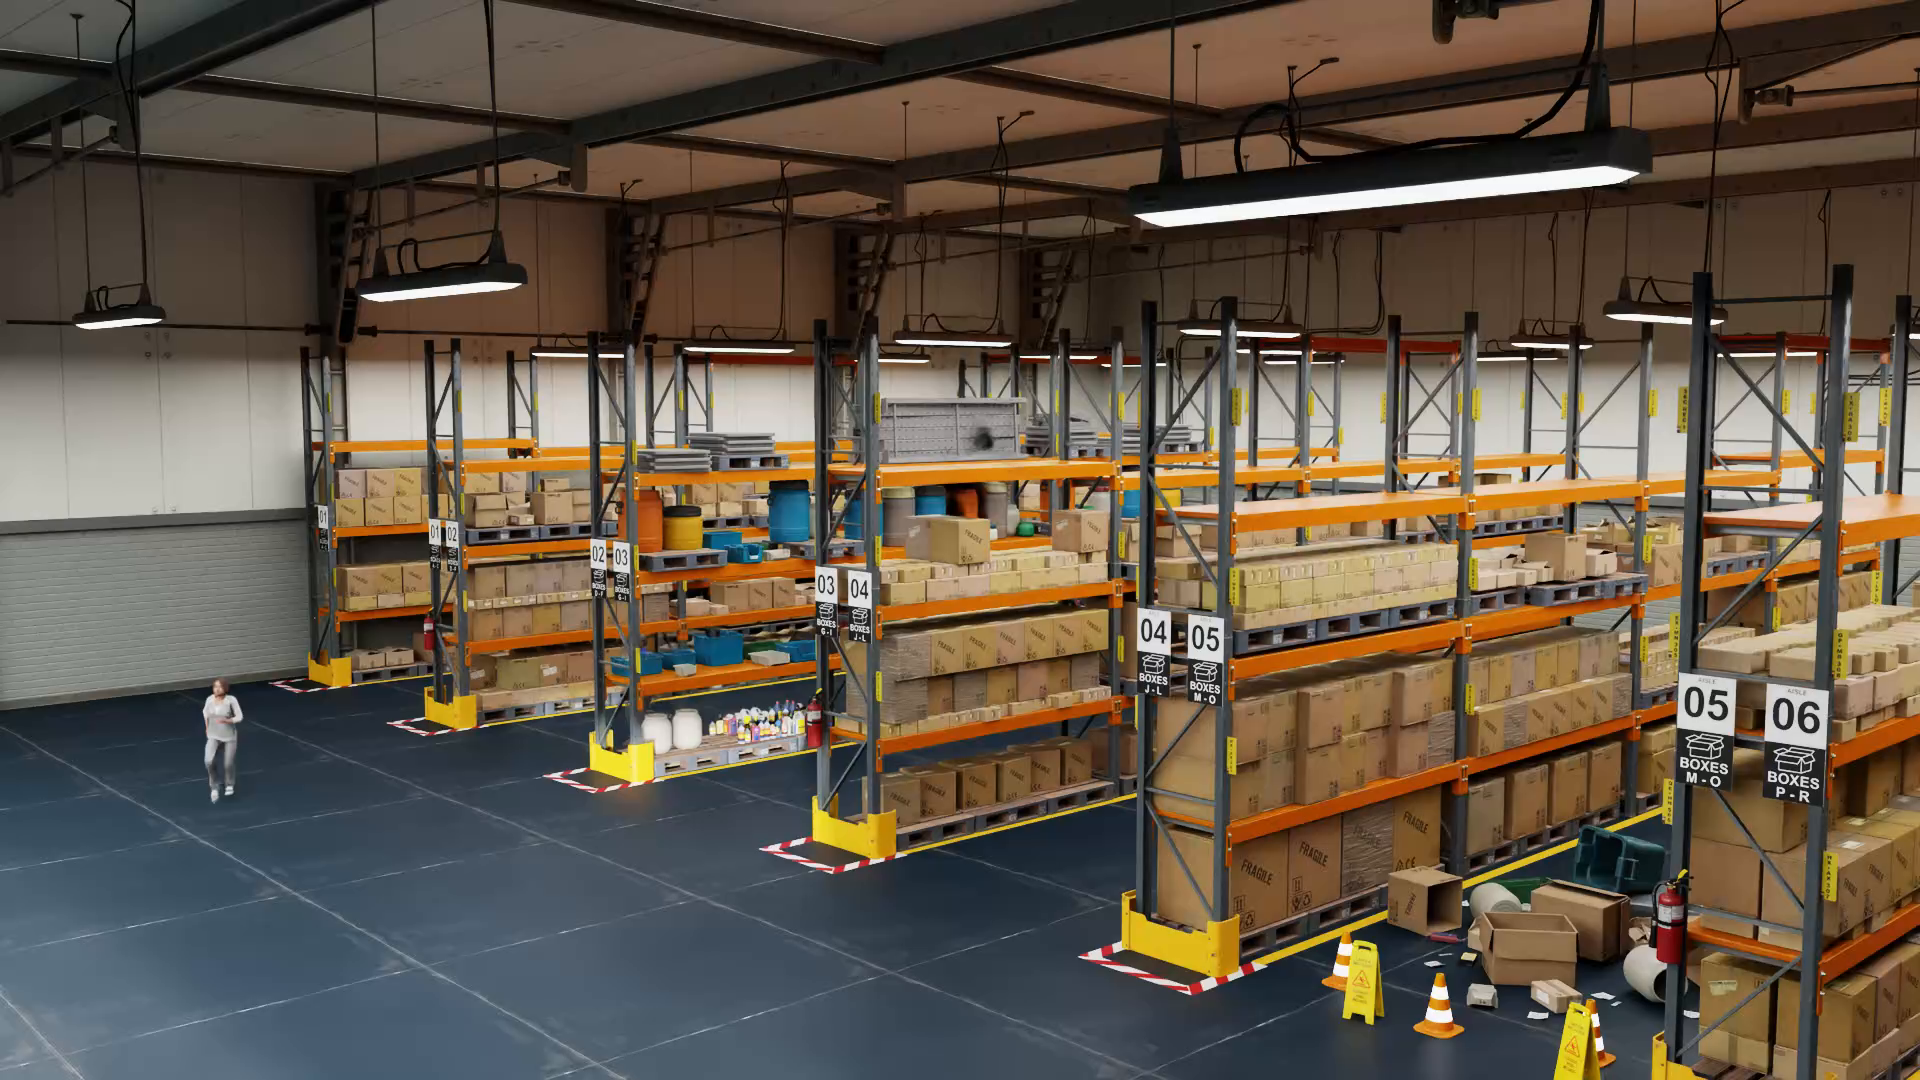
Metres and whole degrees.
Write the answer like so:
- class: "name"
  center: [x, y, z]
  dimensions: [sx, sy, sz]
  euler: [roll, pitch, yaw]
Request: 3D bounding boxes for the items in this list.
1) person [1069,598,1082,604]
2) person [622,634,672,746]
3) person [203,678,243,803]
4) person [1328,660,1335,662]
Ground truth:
- class: "person"
  center: [2.084, 1.461, 32.052]
  dimensions: [0.682, 1.841, 0.801]
  euler: [5, 7, 43]
- class: "person"
  center: [-4.673, 2.198, 24.635]
  dimensions: [0.738, 1.646, 0.593]
  euler: [-4, 6, -37]
- class: "person"
  center: [-9.331, 2.525, 21.051]
  dimensions: [0.523, 1.578, 0.688]
  euler: [-1, 5, -10]
- class: "person"
  center: [4.714, 2.387, 21.485]
  dimensions: [0.640, 1.746, 0.606]
  euler: [4, 6, 38]
